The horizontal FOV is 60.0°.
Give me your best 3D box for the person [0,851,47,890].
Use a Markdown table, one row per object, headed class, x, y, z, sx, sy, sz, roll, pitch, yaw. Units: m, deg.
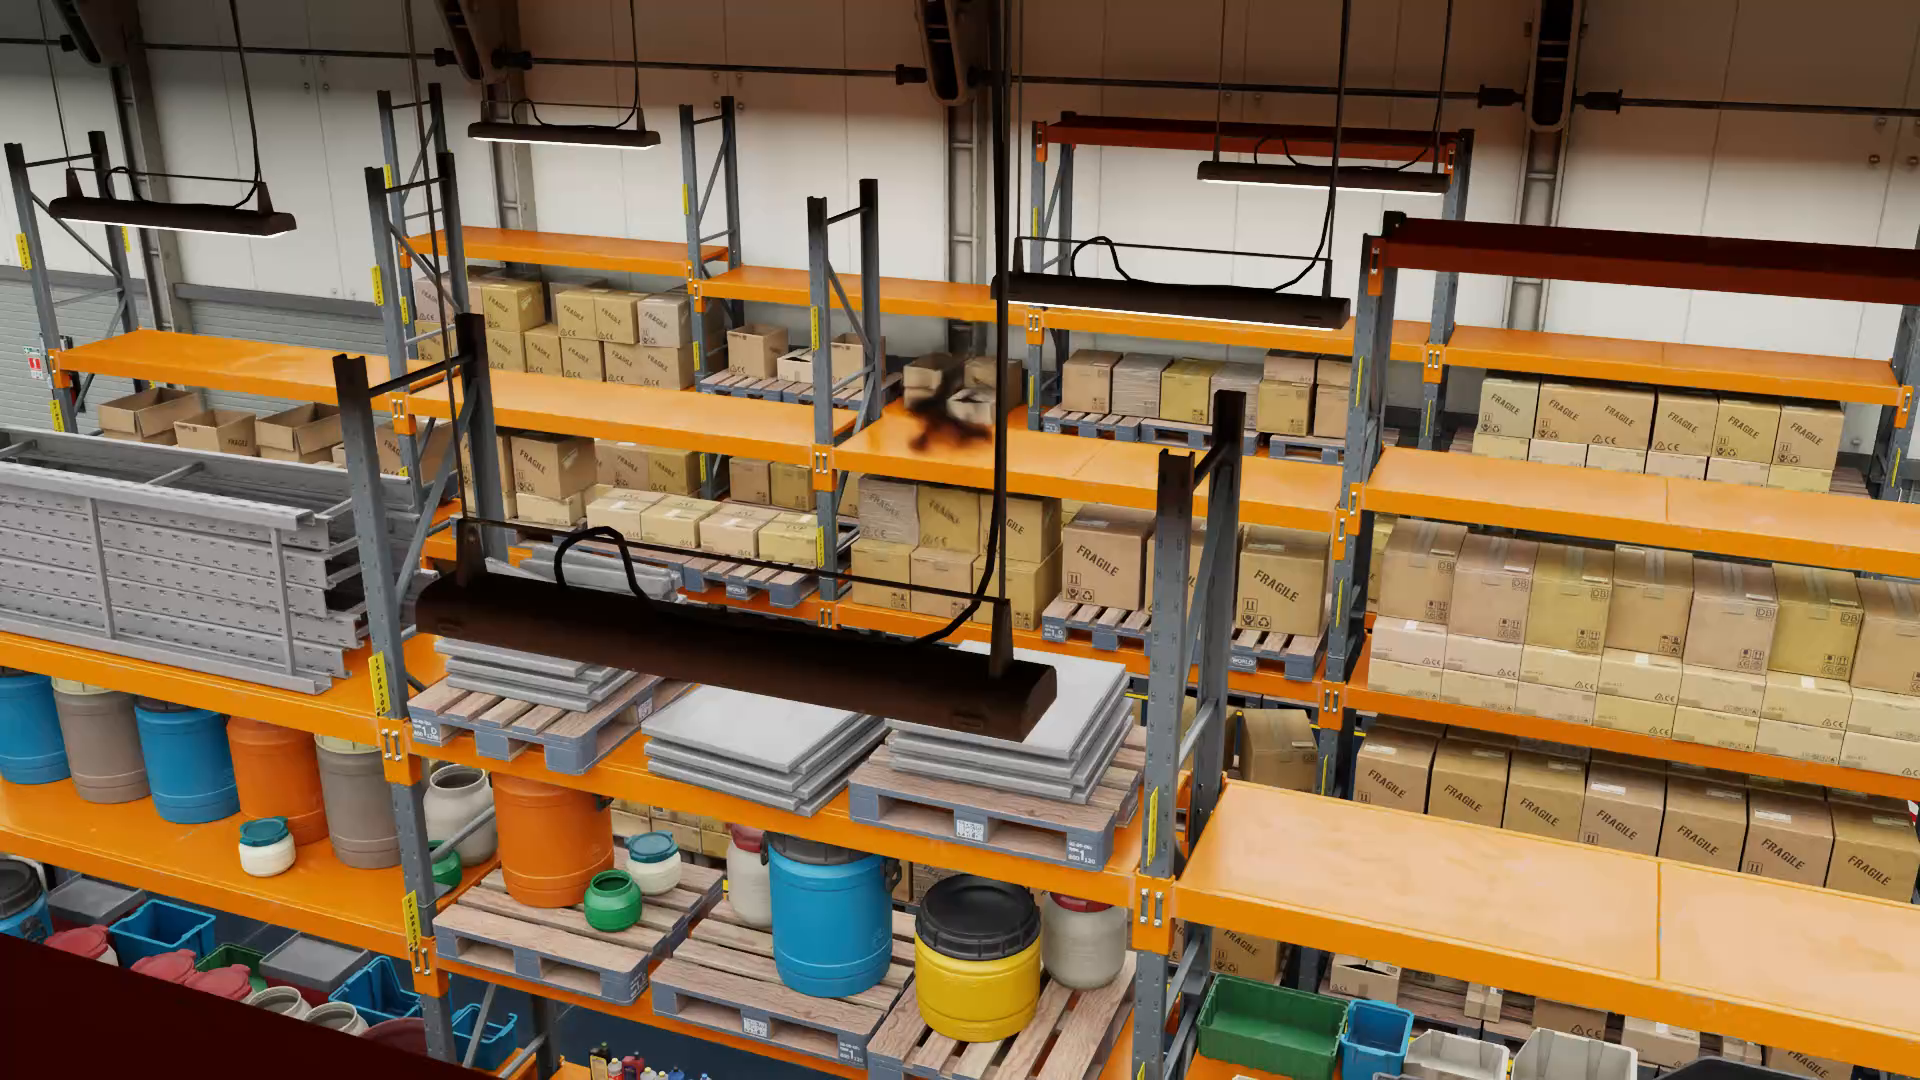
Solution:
| class | x | y | z | sx | sy | sz | roll | pitch | yaw |
| --- | --- | --- | --- | --- | --- | --- | --- | --- | --- |
| person | -7.929 | 2.410 | 13.980 | 0.734 | 1.330 | 0.549 | 6 | 22 | 16 |
